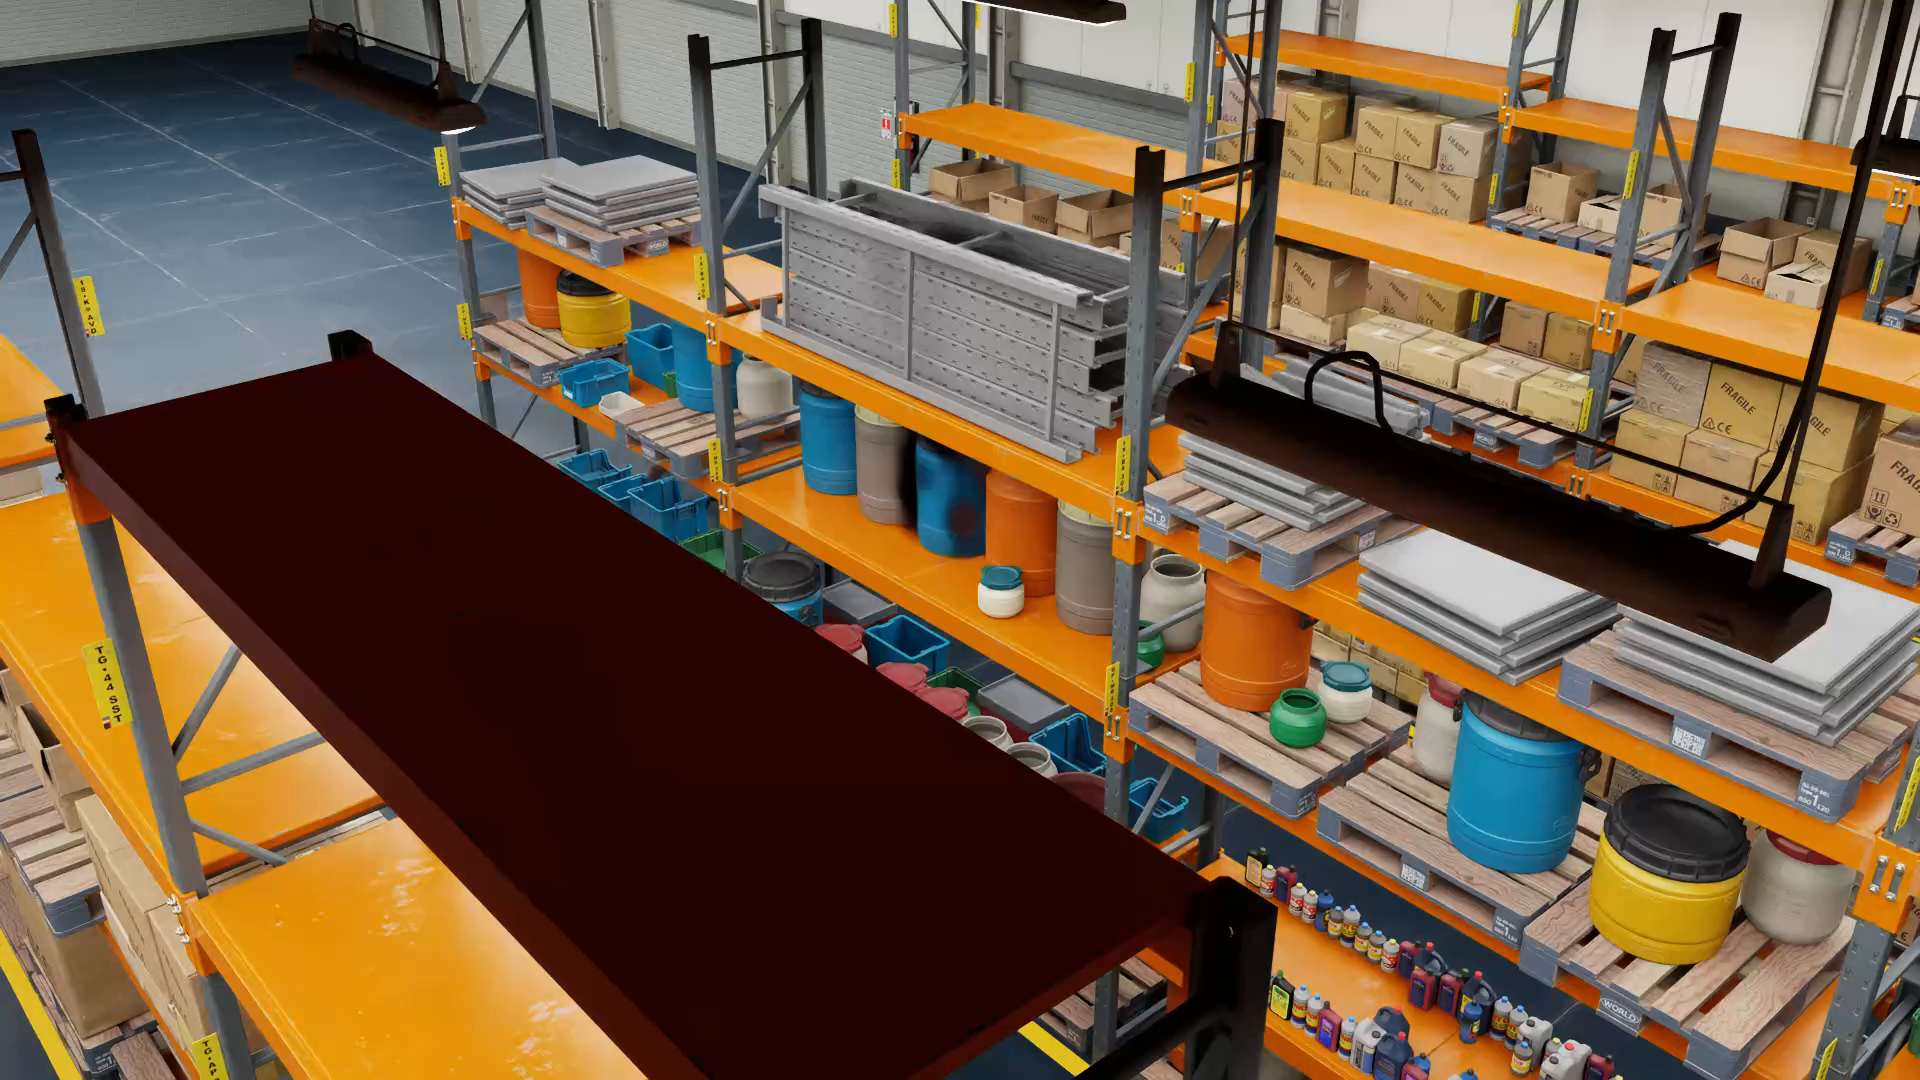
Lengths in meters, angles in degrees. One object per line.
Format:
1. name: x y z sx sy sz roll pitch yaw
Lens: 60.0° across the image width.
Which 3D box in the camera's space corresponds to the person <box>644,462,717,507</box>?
1. person: -3.033 -0.997 17.710 0.903 1.731 0.673 -9 28 -17
